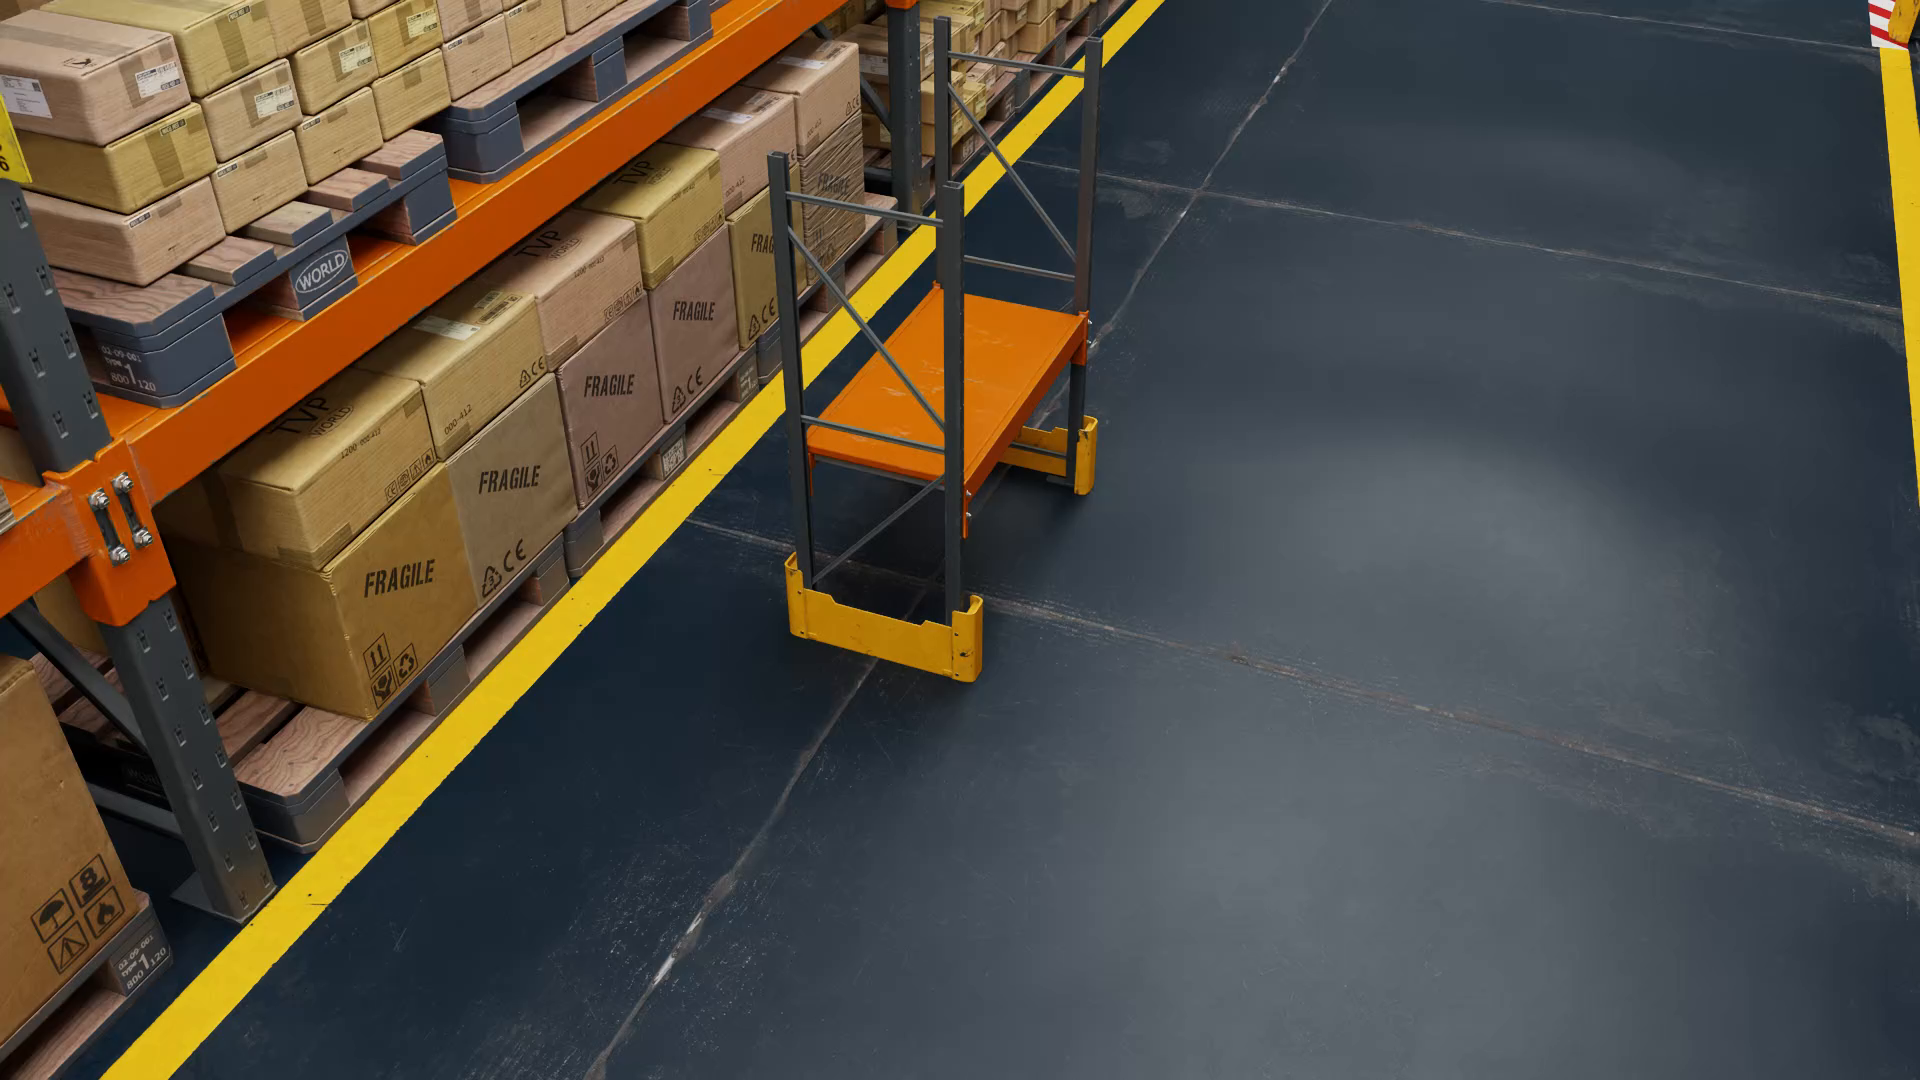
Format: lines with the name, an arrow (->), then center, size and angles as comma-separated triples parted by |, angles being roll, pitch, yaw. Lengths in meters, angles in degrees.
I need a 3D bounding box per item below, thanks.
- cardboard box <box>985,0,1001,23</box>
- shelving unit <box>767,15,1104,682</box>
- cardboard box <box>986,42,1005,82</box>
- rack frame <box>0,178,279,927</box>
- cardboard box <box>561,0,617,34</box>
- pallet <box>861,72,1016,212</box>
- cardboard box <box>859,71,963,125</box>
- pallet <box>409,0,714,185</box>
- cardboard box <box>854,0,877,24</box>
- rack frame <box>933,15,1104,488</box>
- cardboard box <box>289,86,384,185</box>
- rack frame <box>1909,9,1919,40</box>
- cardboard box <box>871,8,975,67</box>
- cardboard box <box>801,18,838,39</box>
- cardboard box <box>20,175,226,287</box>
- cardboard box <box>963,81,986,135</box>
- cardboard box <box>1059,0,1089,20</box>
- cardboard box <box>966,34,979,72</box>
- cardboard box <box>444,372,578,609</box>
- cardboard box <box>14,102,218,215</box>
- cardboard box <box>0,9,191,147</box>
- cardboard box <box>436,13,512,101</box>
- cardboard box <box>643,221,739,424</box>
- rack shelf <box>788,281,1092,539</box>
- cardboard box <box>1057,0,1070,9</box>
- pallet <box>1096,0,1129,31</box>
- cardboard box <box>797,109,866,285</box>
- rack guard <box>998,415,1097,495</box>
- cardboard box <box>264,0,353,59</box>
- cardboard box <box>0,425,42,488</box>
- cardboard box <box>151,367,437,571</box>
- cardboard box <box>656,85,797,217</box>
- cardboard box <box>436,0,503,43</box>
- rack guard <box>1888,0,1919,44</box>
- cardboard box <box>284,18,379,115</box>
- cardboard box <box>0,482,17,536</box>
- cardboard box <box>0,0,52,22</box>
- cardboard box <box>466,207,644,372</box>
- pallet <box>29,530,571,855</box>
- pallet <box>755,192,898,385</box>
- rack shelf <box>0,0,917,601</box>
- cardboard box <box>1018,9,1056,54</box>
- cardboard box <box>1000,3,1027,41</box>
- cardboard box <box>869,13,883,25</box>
cardboard box -> -0.031, -2.480, 7.597 | 0.380, 0.149, 0.250 | 13, 39, 17
shelving unit -> -0.029, -0.559, 4.745 | 0.587, 1.500, 1.083 | 14, 39, 18
cardboard box -> -0.008, -2.236, 7.766 | 0.380, 0.149, 0.250 | 13, 39, 17
rack frame -> -2.164, -0.418, 3.303 | 1.000, 3.000, 0.127 | 14, 39, 18
cardboard box -> -1.204, -1.565, 4.698 | 0.380, 0.149, 0.250 | 13, 39, 16
pallet -> -0.419, -1.895, 7.610 | 1.003, 0.211, 1.213 | 14, 39, 18
cardboard box -> -0.208, -1.906, 7.076 | 0.380, 0.149, 0.250 | 16, 40, 20
pallet -> -1.448, -1.446, 4.840 | 1.003, 0.211, 1.213 | 14, 39, 18
cardboard box -> -0.598, -2.443, 7.547 | 0.380, 0.149, 0.250 | 13, 39, 17
rack frame -> 0.161, -0.835, 5.114 | 0.500, 1.500, 0.032 | 14, 39, 18
cardboard box -> -1.602, -0.985, 3.922 | 0.380, 0.149, 0.250 | 16, 40, 20
rack frame -> 5.496, -3.775, 7.796 | 1.000, 3.000, 0.127 | 14, 39, 18
cardboard box -> -0.159, -2.180, 7.194 | 0.380, 0.149, 0.250 | 16, 40, 20
cardboard box -> -0.747, -2.153, 7.159 | 0.380, 0.149, 0.250 | 15, 39, 19
cardboard box -> -1.807, -0.687, 3.523 | 0.380, 0.149, 0.250 | 13, 39, 17
cardboard box -> -0.105, -1.934, 7.363 | 0.380, 0.149, 0.250 | 15, 39, 19
cardboard box -> 0.445, -2.800, 8.522 | 0.380, 0.149, 0.250 | 15, 39, 19
cardboard box -> -0.135, -2.209, 7.482 | 0.380, 0.149, 0.250 | 14, 39, 17
cardboard box -> -1.471, -0.197, 4.746 | 0.500, 0.500, 0.500 | 14, 39, 18
cardboard box -> -1.794, -0.826, 3.461 | 0.380, 0.149, 0.250 | 16, 40, 20
cardboard box -> -1.807, -0.938, 3.361 | 0.380, 0.149, 0.250 | 14, 39, 18
cardboard box -> -1.402, -1.283, 4.320 | 0.380, 0.149, 0.250 | 15, 39, 19
cardboard box -> -1.085, -0.765, 5.506 | 0.500, 0.500, 0.500 | 13, 39, 17
rack shelf -> -0.032, -0.409, 4.845 | 0.538, 0.185, 1.000 | 14, 39, 18
cardboard box -> 0.368, -2.761, 8.220 | 0.380, 0.149, 0.250 | 14, 39, 18
pallet -> 0.509, -3.246, 9.417 | 1.003, 0.211, 1.213 | 14, 39, 18
cardboard box -> -0.690, -1.332, 6.264 | 0.500, 0.500, 0.500 | 13, 39, 17
rack guard -> 0.160, -0.334, 5.488 | 0.587, 0.250, 0.087 | 14, 39, 18
cardboard box -> -1.611, -1.220, 3.738 | 0.380, 0.149, 0.250 | 14, 39, 17
cardboard box -> -2.146, -0.324, 4.288 | 0.500, 0.250, 0.500 | 13, 39, 17
cardboard box -> -1.677, -0.212, 4.139 | 0.500, 0.250, 0.500 | 12, 38, 16
cardboard box -> -0.899, -1.348, 5.659 | 0.500, 0.250, 0.500 | 16, 40, 20
cardboard box -> -1.403, -1.403, 4.232 | 0.380, 0.149, 0.250 | 14, 39, 18
rack guard -> 5.506, -2.787, 8.562 | 1.175, 0.500, 0.348 | 14, 39, 18
cardboard box -> -1.594, -1.126, 3.861 | 0.380, 0.149, 0.250 | 13, 39, 16
cardboard box -> -2.087, -0.147, 2.858 | 0.500, 0.500, 0.500 | 14, 39, 18
cardboard box -> -2.304, -1.238, 3.763 | 0.380, 0.149, 0.250 | 13, 39, 17
cardboard box -> -1.284, -0.764, 4.877 | 0.500, 0.250, 0.500 | 14, 39, 18
pallet -> -1.865, 0.267, 4.717 | 1.003, 0.211, 1.213 | 14, 39, 18
pallet -> -0.937, -1.084, 6.524 | 1.003, 0.211, 1.213 | 14, 39, 18
rack shelf -> -1.403, -1.237, 5.000 | 1.077, 0.370, 4.000 | 14, 39, 18
cardboard box -> 0.250, -2.515, 8.139 | 0.380, 0.149, 0.250 | 13, 39, 17
cardboard box -> 0.097, -2.505, 7.878 | 0.380, 0.149, 0.250 | 16, 40, 20
cardboard box -> -0.453, -2.446, 7.799 | 0.380, 0.149, 0.250 | 14, 39, 18
